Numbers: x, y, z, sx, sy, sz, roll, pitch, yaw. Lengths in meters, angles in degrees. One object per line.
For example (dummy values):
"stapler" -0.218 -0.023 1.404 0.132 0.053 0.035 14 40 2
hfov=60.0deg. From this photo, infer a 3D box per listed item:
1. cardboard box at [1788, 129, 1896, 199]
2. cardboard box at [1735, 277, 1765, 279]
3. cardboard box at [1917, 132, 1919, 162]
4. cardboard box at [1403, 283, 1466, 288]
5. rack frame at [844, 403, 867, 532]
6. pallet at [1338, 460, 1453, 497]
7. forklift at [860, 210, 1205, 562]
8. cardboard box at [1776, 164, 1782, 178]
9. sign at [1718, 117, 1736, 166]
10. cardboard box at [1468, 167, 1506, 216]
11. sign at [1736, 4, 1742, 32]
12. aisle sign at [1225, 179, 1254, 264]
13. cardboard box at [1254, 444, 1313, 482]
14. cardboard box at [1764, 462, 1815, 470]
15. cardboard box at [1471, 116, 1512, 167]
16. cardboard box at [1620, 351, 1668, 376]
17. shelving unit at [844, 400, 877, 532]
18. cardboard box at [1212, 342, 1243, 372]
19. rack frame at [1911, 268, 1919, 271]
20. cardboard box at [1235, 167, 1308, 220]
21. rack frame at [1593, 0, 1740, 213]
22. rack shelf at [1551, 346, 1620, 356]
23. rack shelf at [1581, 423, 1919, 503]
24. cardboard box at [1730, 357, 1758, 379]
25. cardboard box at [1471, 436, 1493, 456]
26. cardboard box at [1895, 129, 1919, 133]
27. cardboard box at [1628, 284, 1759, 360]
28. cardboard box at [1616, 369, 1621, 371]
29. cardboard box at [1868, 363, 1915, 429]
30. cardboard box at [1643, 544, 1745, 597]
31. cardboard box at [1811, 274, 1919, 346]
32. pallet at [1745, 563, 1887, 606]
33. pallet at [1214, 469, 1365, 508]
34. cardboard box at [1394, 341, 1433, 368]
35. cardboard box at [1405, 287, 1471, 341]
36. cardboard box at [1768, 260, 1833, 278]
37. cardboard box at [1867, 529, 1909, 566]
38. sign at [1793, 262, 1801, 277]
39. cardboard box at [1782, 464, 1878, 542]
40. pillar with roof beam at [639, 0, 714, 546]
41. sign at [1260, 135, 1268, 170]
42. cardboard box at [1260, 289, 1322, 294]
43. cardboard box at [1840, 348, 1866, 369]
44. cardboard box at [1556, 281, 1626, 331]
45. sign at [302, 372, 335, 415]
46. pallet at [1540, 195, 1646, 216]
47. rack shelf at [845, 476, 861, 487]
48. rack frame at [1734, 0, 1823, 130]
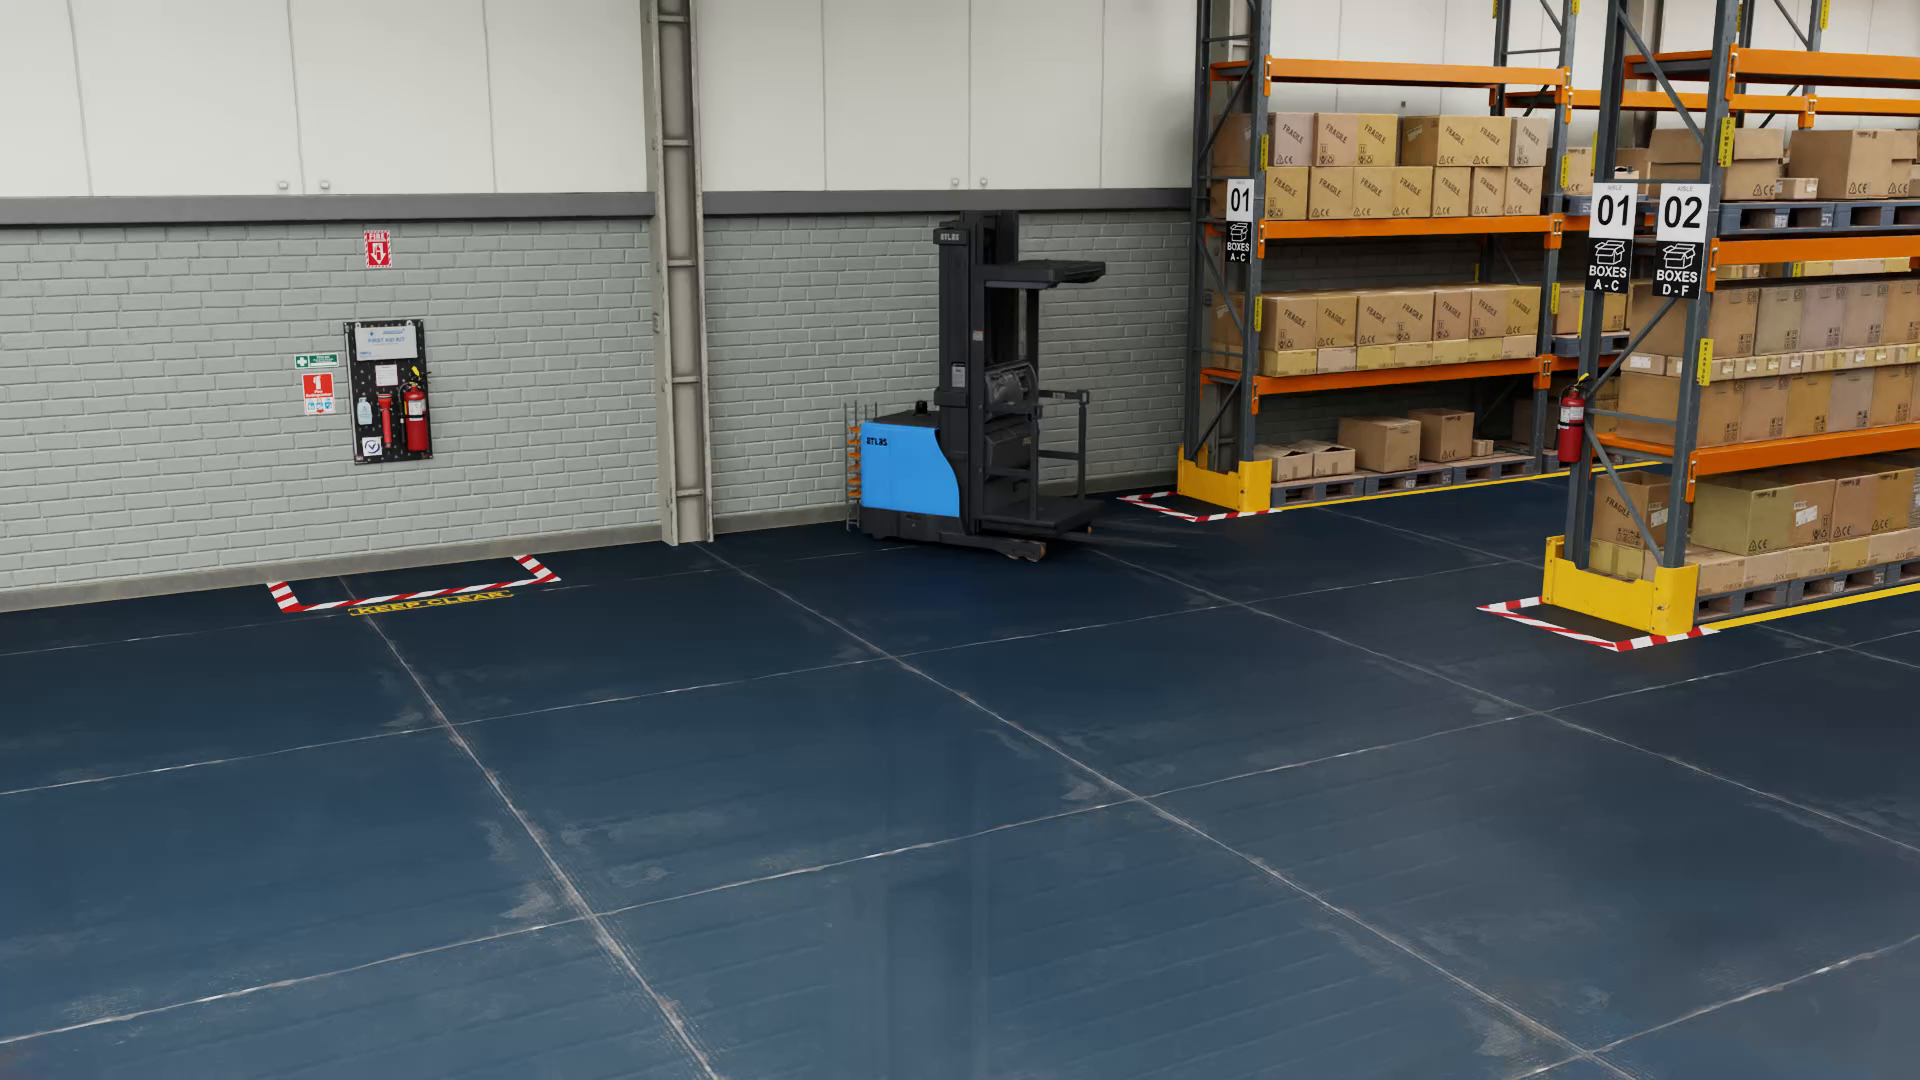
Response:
"cardboard box" 6.560 -2.804 12.401 0.500 0.500 0.500 -7 14 -28
"cardboard box" 9.208 -2.904 19.953 0.500 0.500 0.700 -9 15 -34
"cardboard box" 7.914 -3.100 13.719 0.500 0.500 0.500 -6 14 -23
"cardboard box" 5.137 -2.511 18.023 0.500 0.500 0.500 -7 14 -28
"rack frame" -0.952 -0.658 15.298 0.240 1.200 0.006 6 14 28
"pallet" 4.461 -0.704 17.758 1.213 0.211 1.003 -7 14 -28
"forklift" 0.634 -1.378 14.555 3.031 2.935 1.130 7 14 28
"cardboard box" 5.855 -2.732 12.650 0.500 0.250 0.500 -7 14 -28
"sign" 5.232 -2.717 11.348 0.005 0.325 0.100 -7 14 -28
"cardboard box" 5.330 -3.642 17.355 0.500 0.500 0.500 -8 15 -33
"sign" 9.347 -6.259 19.935 0.005 0.325 0.100 -7 14 -28
"aisle sign" 2.675 -3.054 15.925 0.004 0.787 0.394 -7 14 -28
"cardboard box" 3.245 -0.809 16.994 0.500 0.311 0.500 -9 15 -34
"cardboard box" 6.609 -0.400 13.652 0.500 0.500 0.500 -7 14 -28
"cardboard box" 5.317 -4.116 17.185 0.500 0.500 0.500 -6 14 -25
"cardboard box" 5.215 -1.339 12.520 0.250 0.149 0.380 -7 15 -29
"shelving unit" -0.908 -0.676 15.377 0.258 1.200 0.189 6 14 28
"cardboard box" 2.912 -1.874 16.899 0.500 0.250 0.500 -7 14 -27
"rack frame" 8.482 -1.317 14.130 0.127 3.000 1.000 -7 14 -28
"cardboard box" 3.008 -3.360 16.100 0.500 0.500 0.500 -6 14 -26
"rack frame" 4.971 -3.823 11.602 0.127 3.000 1.000 -7 14 -28
"rack shelf" 7.861 -2.226 19.363 3.809 0.124 0.919 -7 14 -28
"rack shelf" 6.727 -0.756 13.274 4.000 0.370 1.077 -7 14 -28
"cardboard box" 5.649 -1.290 12.303 0.250 0.149 0.380 -7 15 -29
"cardboard box" 5.650 -1.042 18.357 0.250 0.166 0.380 -9 16 -35
"cardboard box" 11.815 -5.077 21.069 0.500 0.250 0.500 -7 15 -30
"cardboard box" 5.433 -1.630 12.339 0.500 0.500 0.700 -7 14 -28
"cardboard box" 8.030 -1.864 19.545 0.500 0.250 0.500 -7 14 -28
"cardboard box" 7.194 -1.209 13.423 0.500 0.500 0.700 -7 14 -27
"cardboard box" 5.548 0.227 12.576 0.500 0.250 0.500 -7 14 -28
"cardboard box" 7.213 -1.845 13.293 0.500 0.500 0.700 -7 14 -28
"pallet" 6.692 0.248 13.526 1.213 0.211 1.003 -7 14 -28
"pallet" 3.391 -0.577 17.192 1.213 0.211 1.003 -7 14 -28
"cardboard box" 4.518 -1.940 17.193 0.500 0.250 0.500 -7 14 -27
"cardboard box" 4.956 -2.360 17.352 0.500 0.500 0.500 -7 15 -29
"cardboard box" 10.163 -3.263 20.117 0.500 0.250 0.500 -6 14 -27
"cardboard box" 7.304 0.016 13.510 0.500 0.250 0.500 -7 14 -28
"sign" 9.884 -3.115 19.662 0.005 0.325 0.100 -7 14 -28
"cardboard box" 6.866 -0.297 13.193 0.500 0.500 0.500 -7 14 -28
"pillar with roof beam" -0.409 -3.557 10.419 0.400 9.000 9.100 -7 14 -28
"sign" 2.854 -3.636 15.611 0.005 0.325 0.100 -7 14 -28
"cardboard box" 3.353 -2.295 17.062 0.500 0.500 0.500 -7 14 -27
"cardboard box" 6.768 -1.423 12.895 0.250 0.149 0.380 -7 14 -27
"cardboard box" 7.062 -2.639 18.775 0.500 0.500 0.700 -5 14 -22
"sign" -5.194 -1.186 13.467 0.234 0.329 0.001 -7 14 -28
"pallet" 6.698 -3.688 18.259 1.003 0.211 1.213 -7 14 -28
"rack shelf" -0.907 -0.516 15.412 0.258 0.103 0.180 6 14 28
"rack frame" 9.616 -5.619 19.582 0.127 3.000 1.000 -7 14 -28
